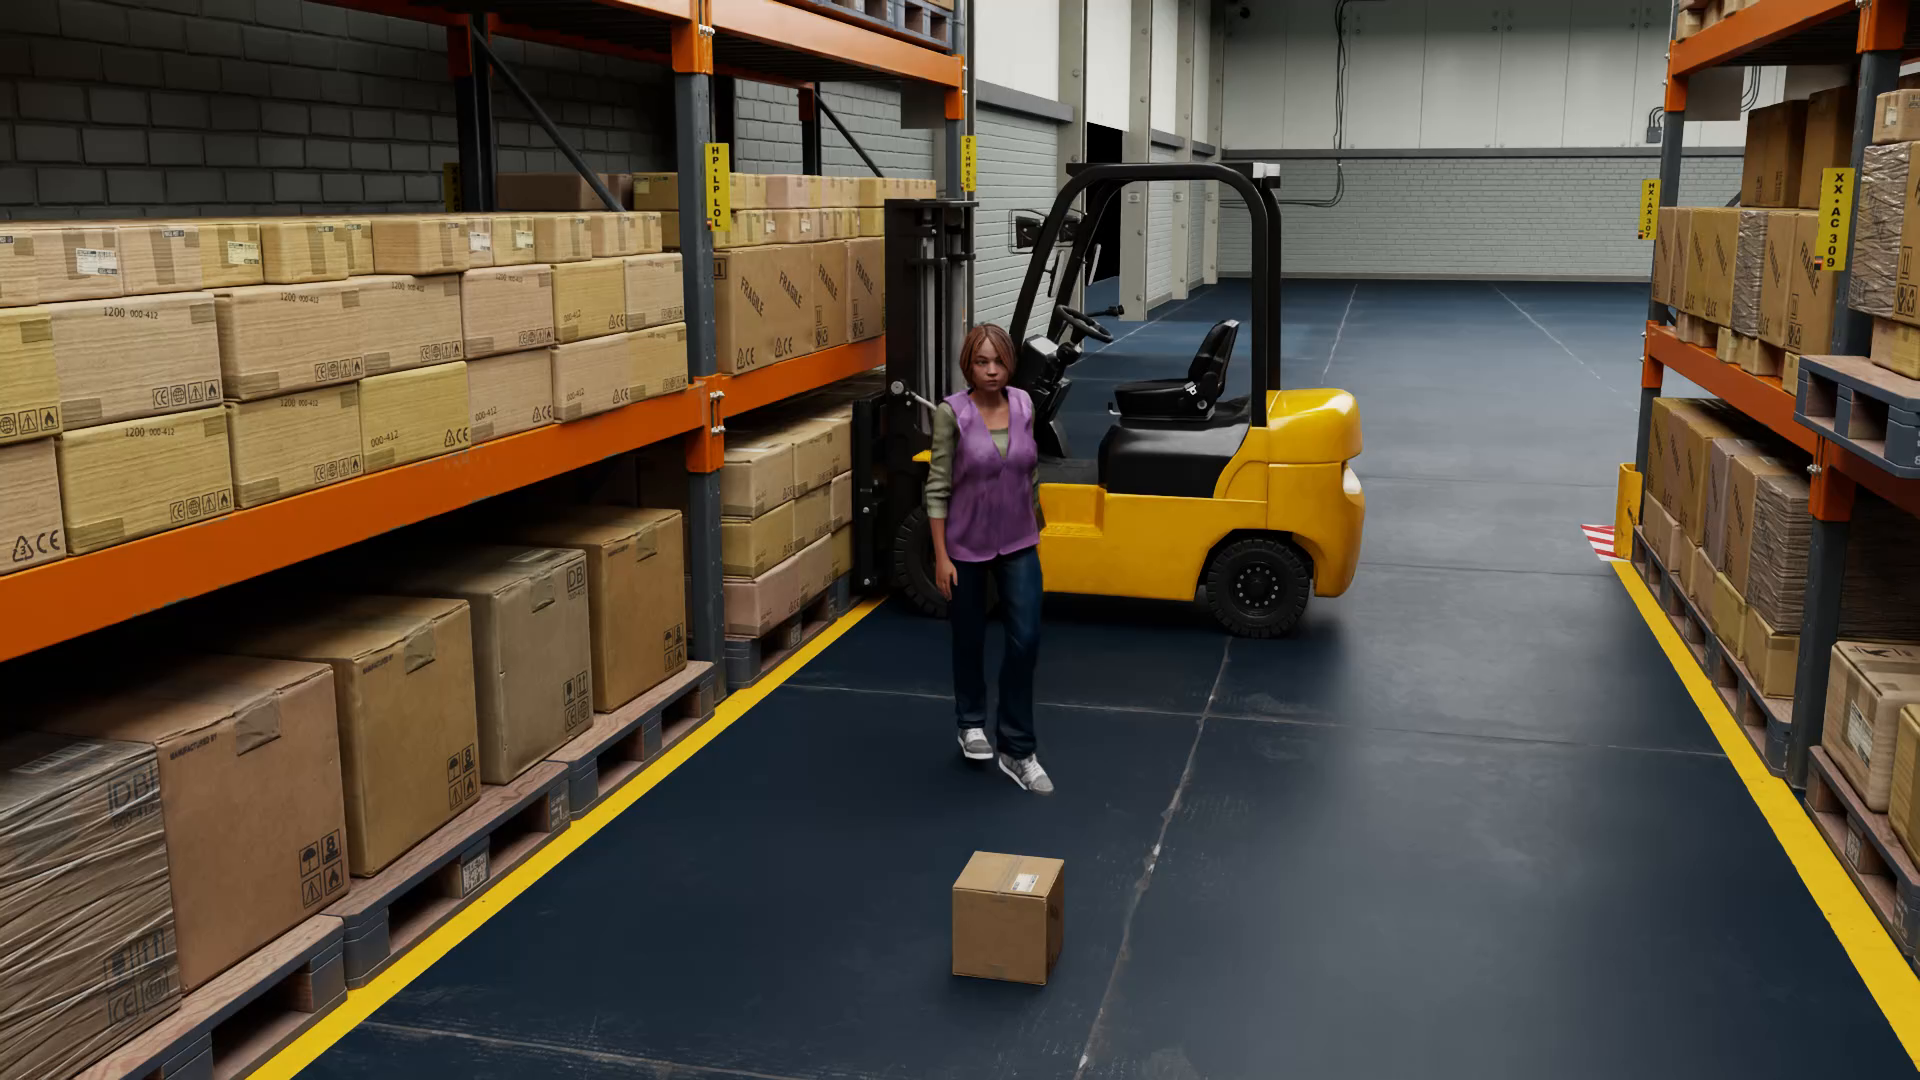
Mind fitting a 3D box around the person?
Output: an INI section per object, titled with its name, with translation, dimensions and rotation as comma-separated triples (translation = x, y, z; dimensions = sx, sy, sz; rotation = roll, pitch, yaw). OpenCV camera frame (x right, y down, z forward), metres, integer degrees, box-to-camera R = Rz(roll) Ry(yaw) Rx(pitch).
[person]
translation = 0.080, 0.057, 5.758
dimensions = 0.441, 1.625, 0.554
rotation = -3, 12, -13
